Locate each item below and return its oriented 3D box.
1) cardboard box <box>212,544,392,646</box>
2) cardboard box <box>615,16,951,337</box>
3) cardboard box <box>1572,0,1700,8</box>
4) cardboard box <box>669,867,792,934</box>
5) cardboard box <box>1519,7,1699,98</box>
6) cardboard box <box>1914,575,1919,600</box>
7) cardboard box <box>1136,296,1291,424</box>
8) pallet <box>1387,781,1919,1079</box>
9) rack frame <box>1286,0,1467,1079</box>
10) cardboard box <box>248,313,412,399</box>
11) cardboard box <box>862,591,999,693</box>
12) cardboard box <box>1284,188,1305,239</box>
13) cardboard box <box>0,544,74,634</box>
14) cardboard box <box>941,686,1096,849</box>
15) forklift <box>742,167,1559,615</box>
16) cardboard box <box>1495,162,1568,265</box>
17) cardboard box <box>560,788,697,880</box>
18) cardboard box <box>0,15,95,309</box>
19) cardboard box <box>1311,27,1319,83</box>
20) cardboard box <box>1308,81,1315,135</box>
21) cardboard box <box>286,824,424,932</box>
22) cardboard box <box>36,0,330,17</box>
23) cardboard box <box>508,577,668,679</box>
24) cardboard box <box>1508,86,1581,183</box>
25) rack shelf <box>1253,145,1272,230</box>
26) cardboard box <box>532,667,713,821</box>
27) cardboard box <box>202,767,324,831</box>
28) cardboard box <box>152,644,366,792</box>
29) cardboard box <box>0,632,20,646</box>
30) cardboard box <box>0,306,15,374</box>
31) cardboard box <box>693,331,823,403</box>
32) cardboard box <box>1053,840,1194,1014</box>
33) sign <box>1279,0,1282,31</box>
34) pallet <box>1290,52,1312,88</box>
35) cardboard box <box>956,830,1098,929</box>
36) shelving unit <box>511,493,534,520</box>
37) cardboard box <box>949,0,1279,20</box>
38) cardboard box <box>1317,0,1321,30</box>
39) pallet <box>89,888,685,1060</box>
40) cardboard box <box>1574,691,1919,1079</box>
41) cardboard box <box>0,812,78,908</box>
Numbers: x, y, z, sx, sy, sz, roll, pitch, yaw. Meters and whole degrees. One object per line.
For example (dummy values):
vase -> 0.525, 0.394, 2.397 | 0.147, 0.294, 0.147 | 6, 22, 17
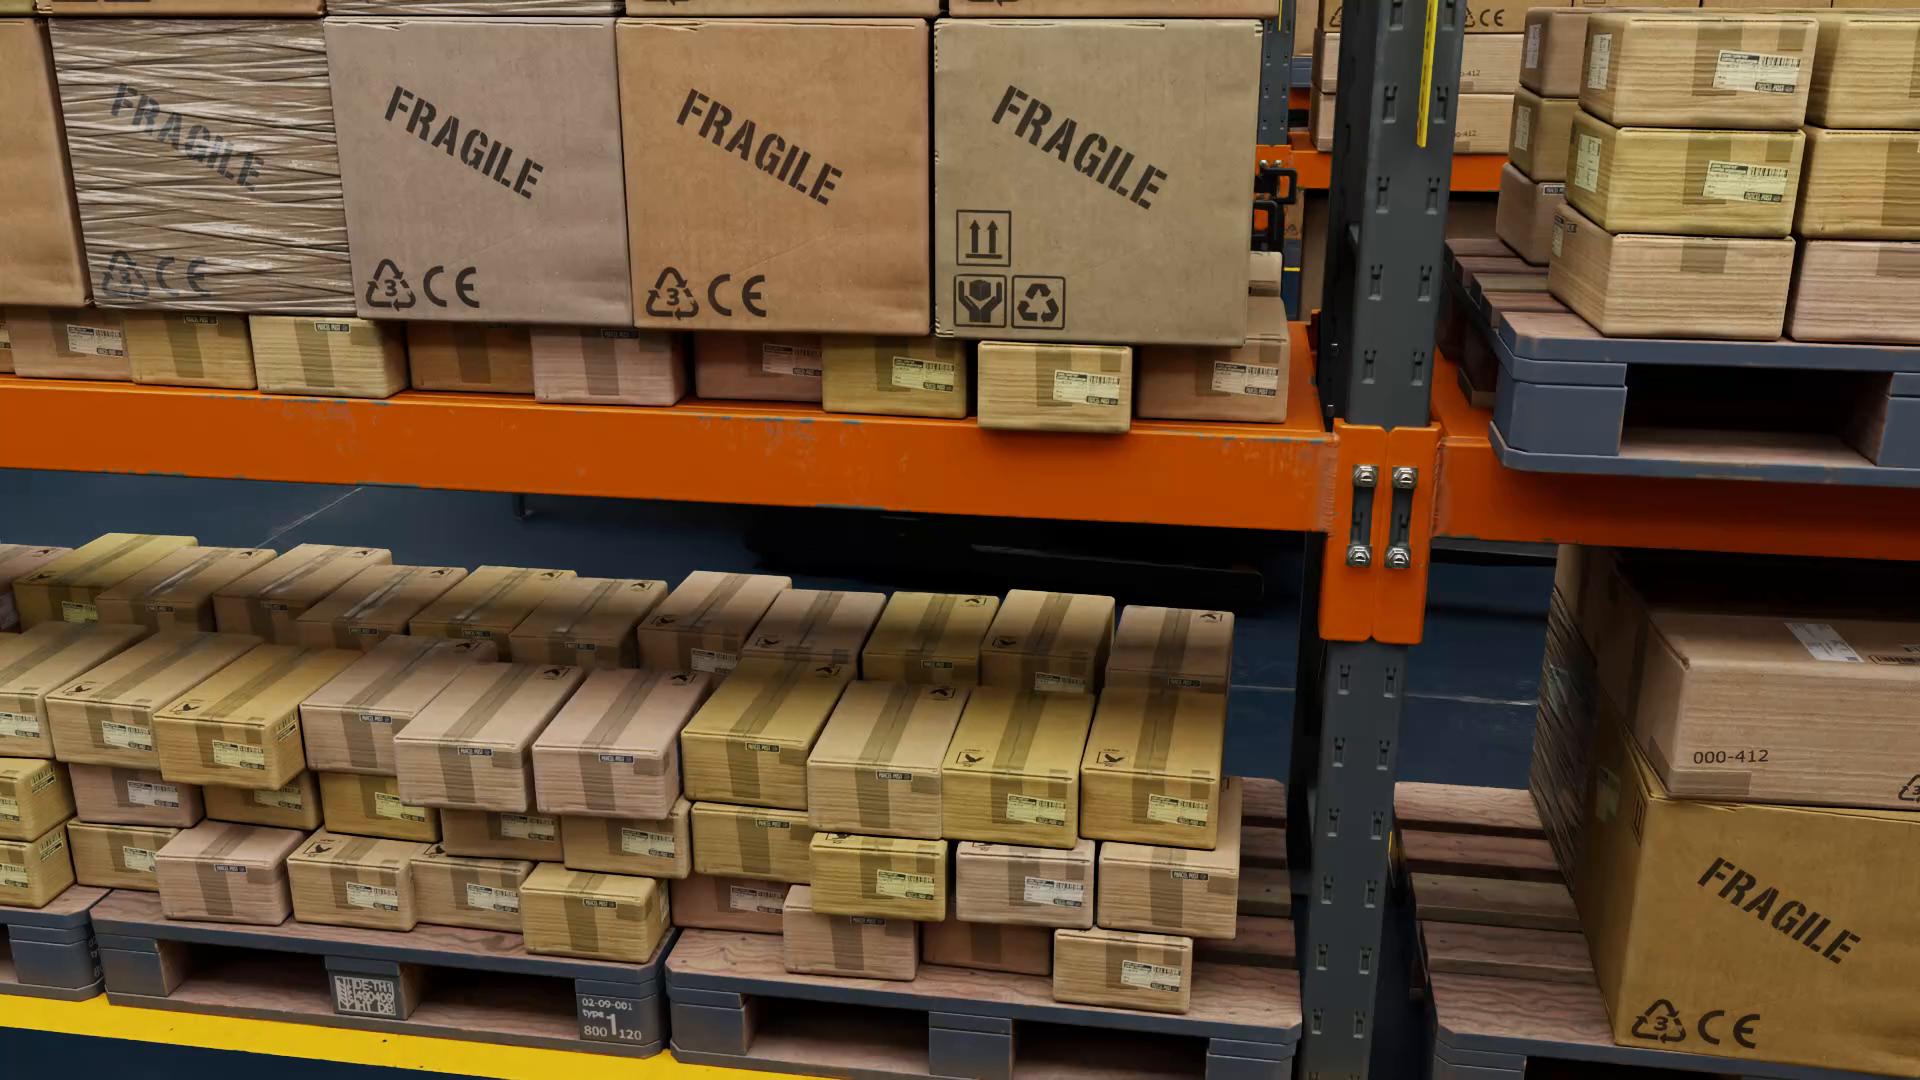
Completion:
cardboard box -> -1.584, 0.144, 4.040 | 0.250, 0.149, 0.380 | 4, 19, 11
cardboard box -> -0.267, -0.657, 2.912 | 0.500, 0.500, 0.500 | 2, 19, 7
cardboard box -> 2.844, -2.428, 7.099 | 0.500, 0.500, 0.500 | 2, 19, 7
cardboard box -> -0.428, 0.650, 3.463 | 0.250, 0.149, 0.380 | 2, 19, 7
cardboard box -> 1.195, -0.909, 3.088 | 0.250, 0.149, 0.380 | 4, 19, 11
cardboard box -> 1.982, 0.271, 2.862 | 0.500, 0.250, 0.500 | 3, 19, 10
cardboard box -> 0.449, -0.328, 2.951 | 0.250, 0.149, 0.380 | 3, 19, 8
pallet -> 1.537, 0.855, 3.414 | 1.213, 0.211, 1.003 | 3, 19, 9
rack frame -> 0.768, -0.506, 3.087 | 0.127, 3.000, 1.000 | 3, 19, 9
cardboard box -> -1.106, -0.384, 3.119 | 0.250, 0.149, 0.380 | 3, 19, 10
cardboard box -> -0.059, 0.253, 3.713 | 0.250, 0.149, 0.380 | 3, 19, 8
cardboard box -> 2.679, -2.536, 12.432 | 0.500, 0.500, 0.500 | 4, 19, 11
cardboard box -> -2.379, 0.142, 4.046 | 0.250, 0.149, 0.380 | 3, 19, 10
cardboard box -> 0.117, 0.428, 3.190 | 0.250, 0.149, 0.380 | 3, 19, 9
forklift -> 0.789, -1.325, 5.645 | 3.031, 2.935, 1.130 | 5, 19, 14
cardboard box -> 1.192, -0.628, 3.186 | 0.250, 0.149, 0.380 | 2, 19, 7
cardboard box -> -0.617, 0.522, 3.378 | 0.250, 0.149, 0.380 | 3, 19, 10
cardboard box -> -1.768, -0.739, 3.157 | 0.500, 0.500, 0.500 | 3, 19, 9
cardboard box -> 1.927, -2.282, 7.843 | 0.500, 0.250, 0.500 | 3, 19, 9
cardboard box -> 1.936, -2.047, 7.930 | 0.500, 0.250, 0.500 | 2, 19, 7
cardboard box -> -1.185, 0.646, 3.476 | 0.250, 0.149, 0.380 | 3, 19, 9
cardboard box -> -1.267, -1.183, 2.909 | 0.500, 0.500, 0.500 | 2, 19, 7
cardboard box -> -0.841, 0.221, 3.809 | 0.250, 0.149, 0.380 | 2, 19, 6
cardboard box -> 1.192, -0.769, 3.138 | 0.250, 0.149, 0.380 | 3, 19, 10
rack shelf -> -0.521, -1.821, 8.152 | 4.000, 0.370, 1.077 | 3, 19, 9
cardboard box -> -0.656, 0.396, 3.287 | 0.250, 0.149, 0.380 | 2, 19, 6
cardboard box -> -1.400, 0.459, 3.567 | 0.250, 0.149, 0.380 | 4, 19, 11
cardboard box -> -1.415, 0.357, 3.404 | 0.250, 0.149, 0.380 | 3, 19, 9
cardboard box -> -2.198, 0.325, 3.497 | 0.250, 0.149, 0.380 | 3, 19, 9
cardboard box -> -1.857, -0.447, 3.309 | 0.250, 0.149, 0.380 | 3, 19, 8
cardboard box -> -0.321, -0.373, 3.087 | 0.250, 0.149, 0.380 | 2, 19, 7
cardboard box -> 0.327, 0.734, 3.213 | 0.250, 0.149, 0.380 | 3, 19, 9
sign -> 1.367, -2.336, 7.067 | 0.005, 0.325, 0.100 | 3, 19, 9
pallet -> 3.009, -3.451, 12.193 | 1.213, 0.211, 1.003 | 3, 19, 9
cardboard box -> 0.138, 0.580, 3.204 | 0.250, 0.149, 0.380 | 2, 19, 6
shelving unit -> -1.187, -0.826, 6.407 | 1.048, 1.500, 0.538 | 5, 19, 14
cardboard box -> 0.261, -1.107, 2.683 | 0.500, 0.500, 0.500 | 2, 19, 7
cardboard box -> 1.935, -2.639, 7.731 | 0.500, 0.500, 0.500 | 4, 19, 10
pallet -> -1.109, 0.733, 3.779 | 1.213, 0.211, 1.003 | 3, 19, 9
cardboard box -> 1.456, 0.601, 3.058 | 0.500, 0.500, 0.500 | 4, 19, 11
cardboard box -> -1.962, 0.618, 3.561 | 0.250, 0.149, 0.380 | 3, 19, 9
